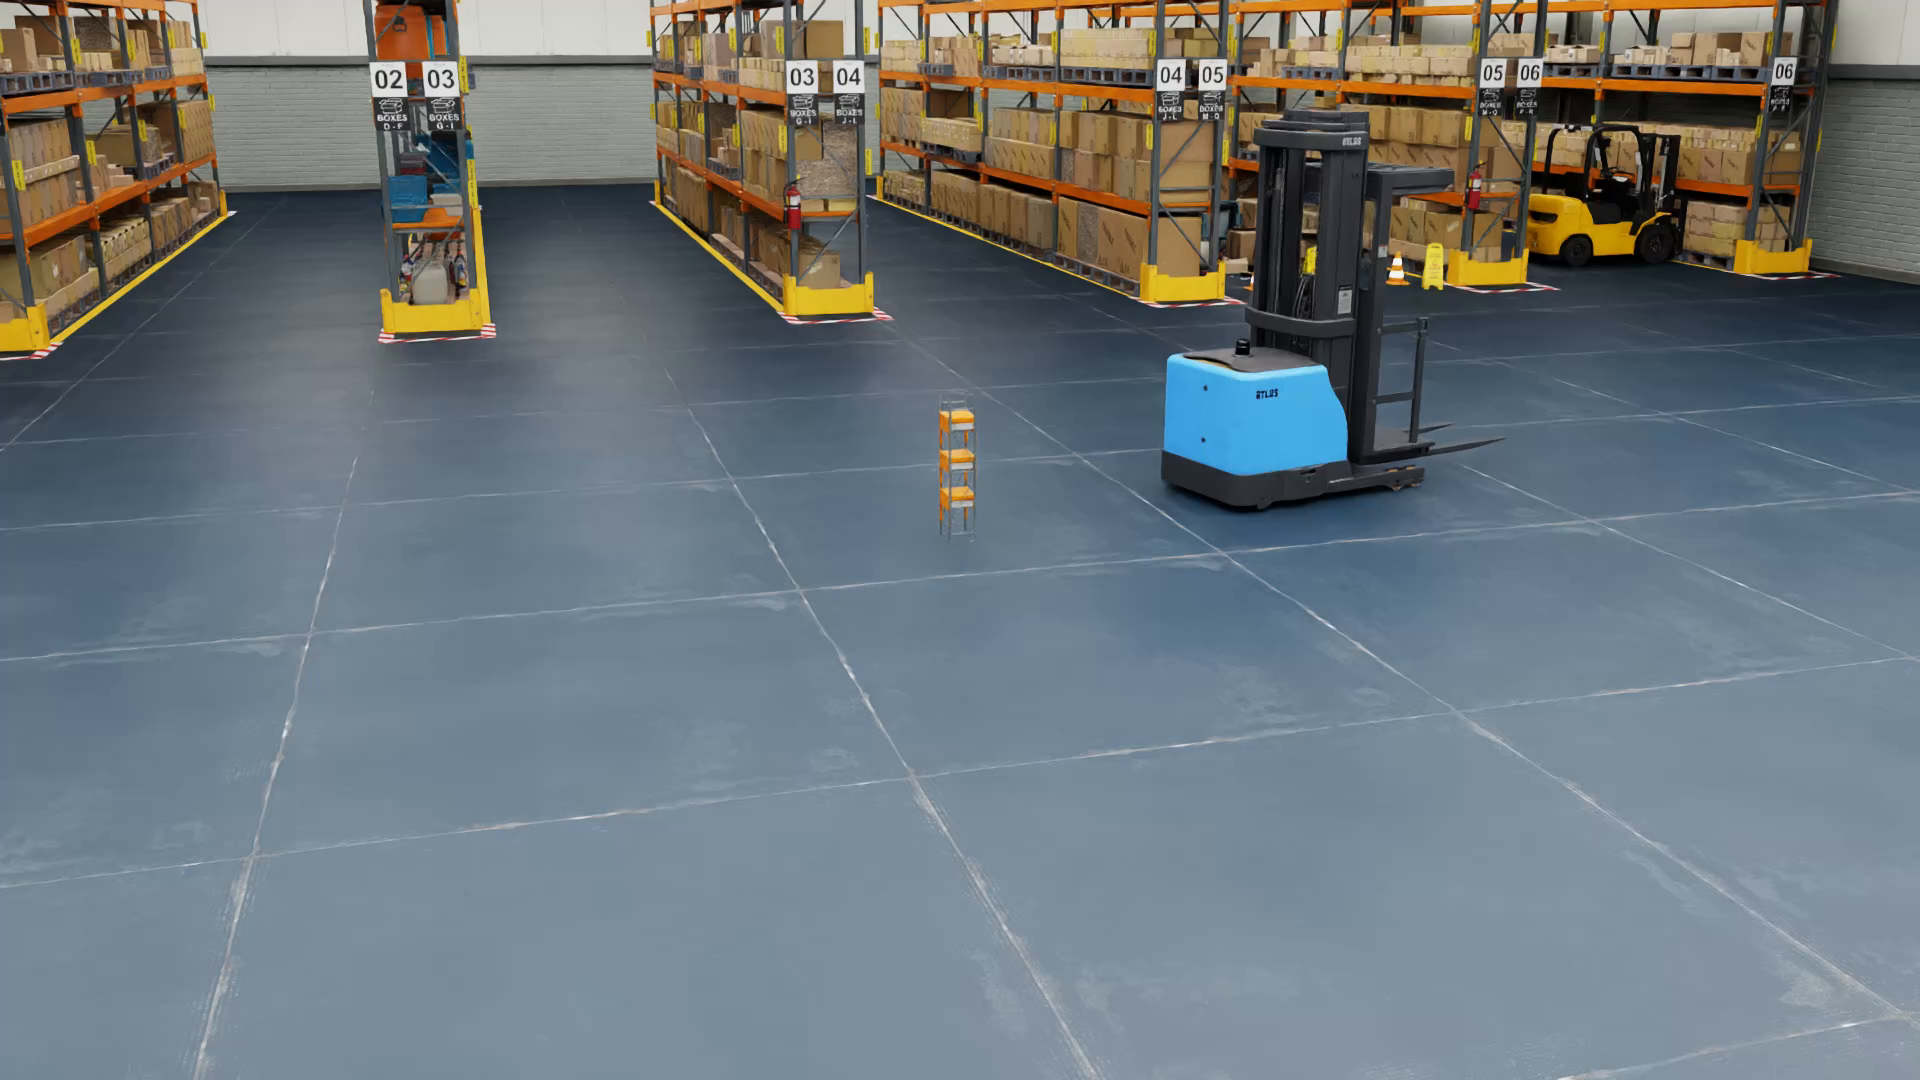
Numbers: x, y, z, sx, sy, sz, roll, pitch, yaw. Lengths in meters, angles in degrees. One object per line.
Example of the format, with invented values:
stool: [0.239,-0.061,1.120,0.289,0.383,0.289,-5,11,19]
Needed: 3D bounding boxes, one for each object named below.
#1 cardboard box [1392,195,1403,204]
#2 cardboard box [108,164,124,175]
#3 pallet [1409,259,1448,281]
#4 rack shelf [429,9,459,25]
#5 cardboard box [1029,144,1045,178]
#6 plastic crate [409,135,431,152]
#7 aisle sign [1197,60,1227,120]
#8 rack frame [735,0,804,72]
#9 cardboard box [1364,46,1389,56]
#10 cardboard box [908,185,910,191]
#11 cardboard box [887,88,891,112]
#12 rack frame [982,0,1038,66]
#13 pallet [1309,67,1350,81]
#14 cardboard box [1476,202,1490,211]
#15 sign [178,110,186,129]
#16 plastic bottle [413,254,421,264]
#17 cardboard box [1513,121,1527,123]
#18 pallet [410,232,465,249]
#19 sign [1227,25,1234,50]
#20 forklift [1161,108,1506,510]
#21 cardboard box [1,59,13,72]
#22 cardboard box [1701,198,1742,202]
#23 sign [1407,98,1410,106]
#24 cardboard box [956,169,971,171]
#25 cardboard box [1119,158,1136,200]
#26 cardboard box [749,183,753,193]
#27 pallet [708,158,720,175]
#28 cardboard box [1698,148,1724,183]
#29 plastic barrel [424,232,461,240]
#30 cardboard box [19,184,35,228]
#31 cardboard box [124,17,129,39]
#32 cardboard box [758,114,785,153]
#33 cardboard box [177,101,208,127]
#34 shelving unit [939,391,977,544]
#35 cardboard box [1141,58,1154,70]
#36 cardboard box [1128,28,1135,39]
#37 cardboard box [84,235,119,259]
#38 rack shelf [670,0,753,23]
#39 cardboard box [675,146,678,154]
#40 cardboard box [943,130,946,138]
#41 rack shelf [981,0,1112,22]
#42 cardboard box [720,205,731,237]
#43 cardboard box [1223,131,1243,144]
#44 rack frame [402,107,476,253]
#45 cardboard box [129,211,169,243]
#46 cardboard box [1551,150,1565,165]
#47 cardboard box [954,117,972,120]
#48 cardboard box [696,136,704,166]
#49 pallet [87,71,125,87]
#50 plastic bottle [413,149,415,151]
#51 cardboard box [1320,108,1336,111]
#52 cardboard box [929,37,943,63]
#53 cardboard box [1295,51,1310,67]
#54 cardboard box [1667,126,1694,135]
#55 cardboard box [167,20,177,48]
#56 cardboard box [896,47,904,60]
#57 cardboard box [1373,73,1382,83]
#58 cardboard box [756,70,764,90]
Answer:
cardboard box: [6.813,-5.440,26.468,0.380,0.149,0.250,-4,17,-12]
cardboard box: [-13.381,-5.720,25.937,0.500,0.311,0.500,-4,17,-12]
pallet: [7.603,-4.133,25.344,1.003,0.211,1.213,-5,17,-15]
rack shelf: [-10.325,-10.255,32.394,1.077,0.370,4.000,-5,17,-15]
cardboard box: [1.443,-6.218,27.264,0.500,0.500,0.500,-5,17,-16]
plastic crate: [-10.231,-7.487,31.588,0.392,0.384,0.575,-5,17,-15]
aisle sign: [3.390,-6.050,22.360,0.394,0.787,0.004,-5,17,-15]
rack frame: [-2.814,-8.416,24.328,1.000,3.000,0.127,-5,17,-15]
cardboard box: [6.650,-7.768,26.436,0.380,0.149,0.250,-5,18,-17]
cardboard box: [-0.903,-7.529,35.510,0.380,0.149,0.250,-6,18,-18]
cardboard box: [-1.302,-9.611,36.306,0.500,0.500,0.500,-4,17,-14]
rack frame: [0.883,-9.887,29.224,1.000,3.000,0.127,-5,17,-15]
pallet: [6.647,-7.852,27.991,1.213,0.211,1.003,-5,17,-15]
cardboard box: [10.545,-6.717,32.496,0.875,0.625,0.625,-4,17,-13]
sign: [-14.006,-7.573,29.937,0.100,0.325,0.005,-5,17,-15]
plastic bottle: [-7.615,-3.849,23.391,0.144,0.351,0.185,-5,17,-15]
cardboard box: [10.862,-7.971,31.973,0.380,0.149,0.250,-5,17,-15]
pallet: [-8.932,-5.137,28.687,1.003,0.211,1.213,-5,17,-15]
sign: [3.617,-6.736,22.292,0.100,0.325,0.005,-5,17,-15]
forklift: [3.147,-1.924,13.264,3.031,2.935,1.130,-9,19,-29]
cardboard box: [-11.395,-5.578,19.558,0.380,0.149,0.250,-5,17,-15]
cardboard box: [12.367,-5.402,27.032,0.500,0.250,0.500,-5,17,-16]
sign: [9.820,-9.532,36.459,0.100,0.325,0.005,-5,17,-15]
cardboard box: [0.232,-7.297,33.342,0.500,0.250,0.500,-5,17,-17]
cardboard box: [2.764,-5.122,23.529,0.875,0.550,0.550,-5,17,-15]
cardboard box: [-2.893,-5.202,24.493,0.380,0.149,0.250,-5,17,-15]
pallet: [-3.615,-6.369,28.274,1.213,0.211,1.003,-5,17,-15]
cardboard box: [12.064,-5.921,26.276,0.500,0.500,0.500,-4,17,-14]
plastic barrel: [-8.827,-5.554,28.269,0.600,0.830,0.708,-5,17,-15]
cardboard box: [-11.506,-3.977,19.805,0.700,0.500,0.500,-4,17,-14]
cardboard box: [-13.833,-8.234,27.023,0.500,0.500,0.500,-5,17,-15]
cardboard box: [-2.511,-5.654,23.131,0.500,0.500,0.500,-5,17,-15]
cardboard box: [-15.112,-8.366,32.677,0.500,0.500,0.500,-4,17,-14]
shelving unit: [-0.015,-0.518,11.850,0.215,1.050,0.252,-5,17,-15]
cardboard box: [2.665,-6.431,22.467,0.380,0.149,0.250,-5,17,-15]
cardboard box: [2.525,-6.954,22.822,0.380,0.149,0.250,-4,17,-14]
cardboard box: [-12.347,-4.187,23.750,0.500,0.311,0.500,-5,17,-16]
rack shelf: [-4.463,-9.540,30.014,1.077,0.370,4.000,-5,17,-15]
cardboard box: [-5.411,-7.694,32.789,0.380,0.149,0.250,-5,17,-15]
cardboard box: [-0.118,-7.766,31.780,0.380,0.149,0.250,-5,17,-16]
rack shelf: [1.433,-8.797,27.543,1.077,0.370,4.000,-5,17,-15]
cardboard box: [-3.710,-5.479,28.559,0.700,0.500,0.500,-6,18,-18]
cardboard box: [5.238,-7.714,31.812,0.500,0.250,0.500,-5,17,-15]
rack frame: [-8.676,-6.258,27.571,1.000,3.000,0.127,-5,17,-15]
cardboard box: [-13.439,-5.174,27.542,0.500,0.500,0.500,-5,18,-17]
cardboard box: [10.952,-6.905,29.987,0.500,0.250,0.500,-5,17,-16]
cardboard box: [0.082,-8.390,33.342,0.380,0.149,0.250,-4,17,-13]
cardboard box: [-4.419,-6.953,29.710,0.500,0.500,0.500,-5,17,-16]
pallet: [-12.857,-6.724,24.236,1.003,0.211,1.213,-4,17,-13]
plastic bottle: [-9.515,-6.676,29.048,0.144,0.351,0.185,-5,17,-15]
cardboard box: [6.528,-7.479,29.088,0.380,0.149,0.250,-4,17,-12]
cardboard box: [-0.218,-9.692,32.886,0.700,0.500,0.500,-5,17,-15]
cardboard box: [6.141,-8.324,28.766,0.500,0.250,0.500,-4,17,-15]
cardboard box: [11.804,-6.692,27.197,0.380,0.149,0.250,-5,17,-15]
cardboard box: [-14.710,-9.218,30.300,0.700,0.500,0.500,-5,17,-15]
cardboard box: [-1.032,-10.264,35.085,0.500,0.250,0.500,-5,18,-17]
cardboard box: [6.787,-7.328,26.356,0.380,0.149,0.250,-4,17,-14]
cardboard box: [-2.508,-6.334,22.870,0.500,0.250,0.500,-5,17,-16]
